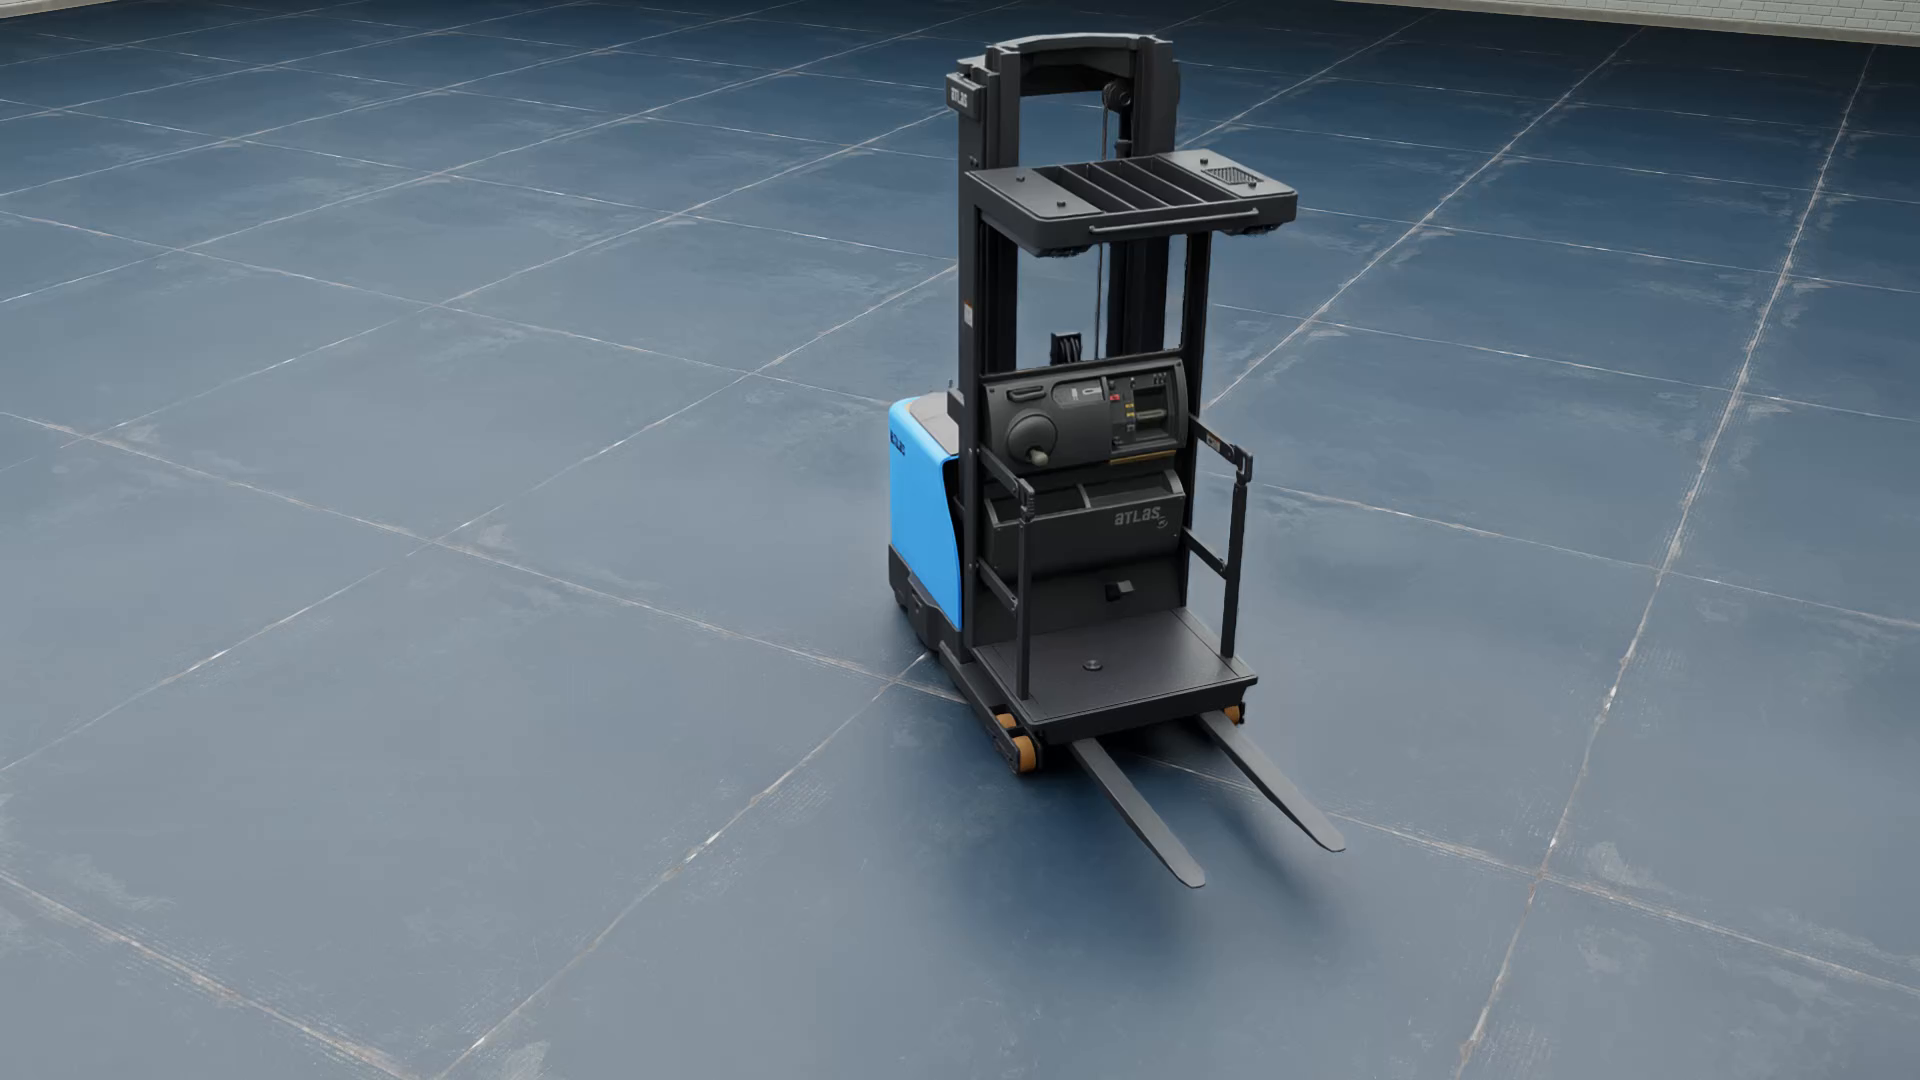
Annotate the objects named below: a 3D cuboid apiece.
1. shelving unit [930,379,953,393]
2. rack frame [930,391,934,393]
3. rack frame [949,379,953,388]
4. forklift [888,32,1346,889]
[{"bbox_3d":[-0.004,-0.399,9.042,0.258,0.900,0.210,14,30,26],"label":"shelving unit"},{"bbox_3d":[-0.054,-0.360,8.963,0.240,0.900,0.006,14,30,26],"label":"rack frame"},{"bbox_3d":[0.046,-0.439,9.121,0.240,0.900,0.006,14,30,26],"label":"rack frame"},{"bbox_3d":[0.632,-0.506,6.986,1.130,2.935,3.031,-10,28,-19],"label":"forklift"}]
